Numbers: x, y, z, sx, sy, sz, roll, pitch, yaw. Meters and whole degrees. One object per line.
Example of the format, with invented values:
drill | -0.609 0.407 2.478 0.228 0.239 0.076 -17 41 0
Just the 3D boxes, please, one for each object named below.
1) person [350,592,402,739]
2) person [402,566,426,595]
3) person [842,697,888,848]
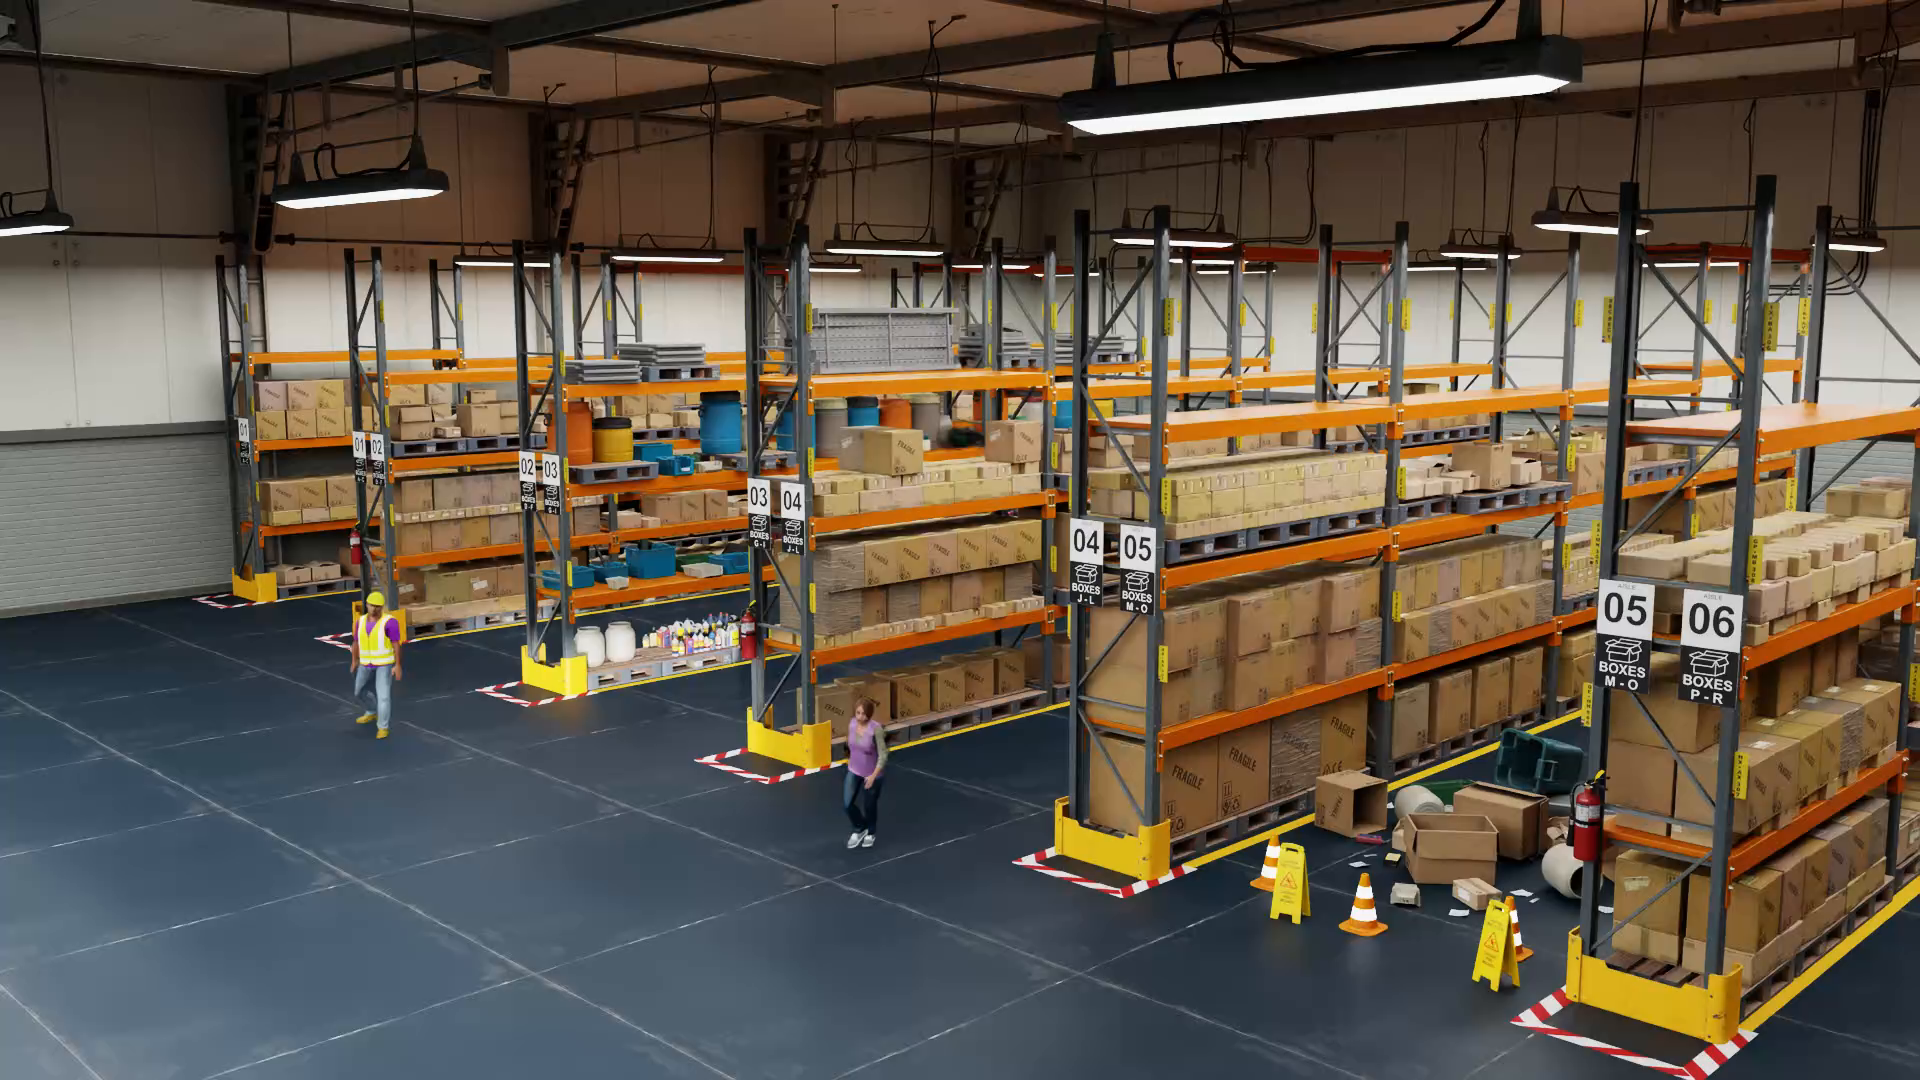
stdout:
person | -7.063 1.472 20.052 0.770 1.751 0.616 2 8 12
person | -9.433 0.409 28.056 0.544 1.570 0.825 4 9 28
person | -0.858 2.206 15.607 0.462 1.522 0.749 2 8 16
